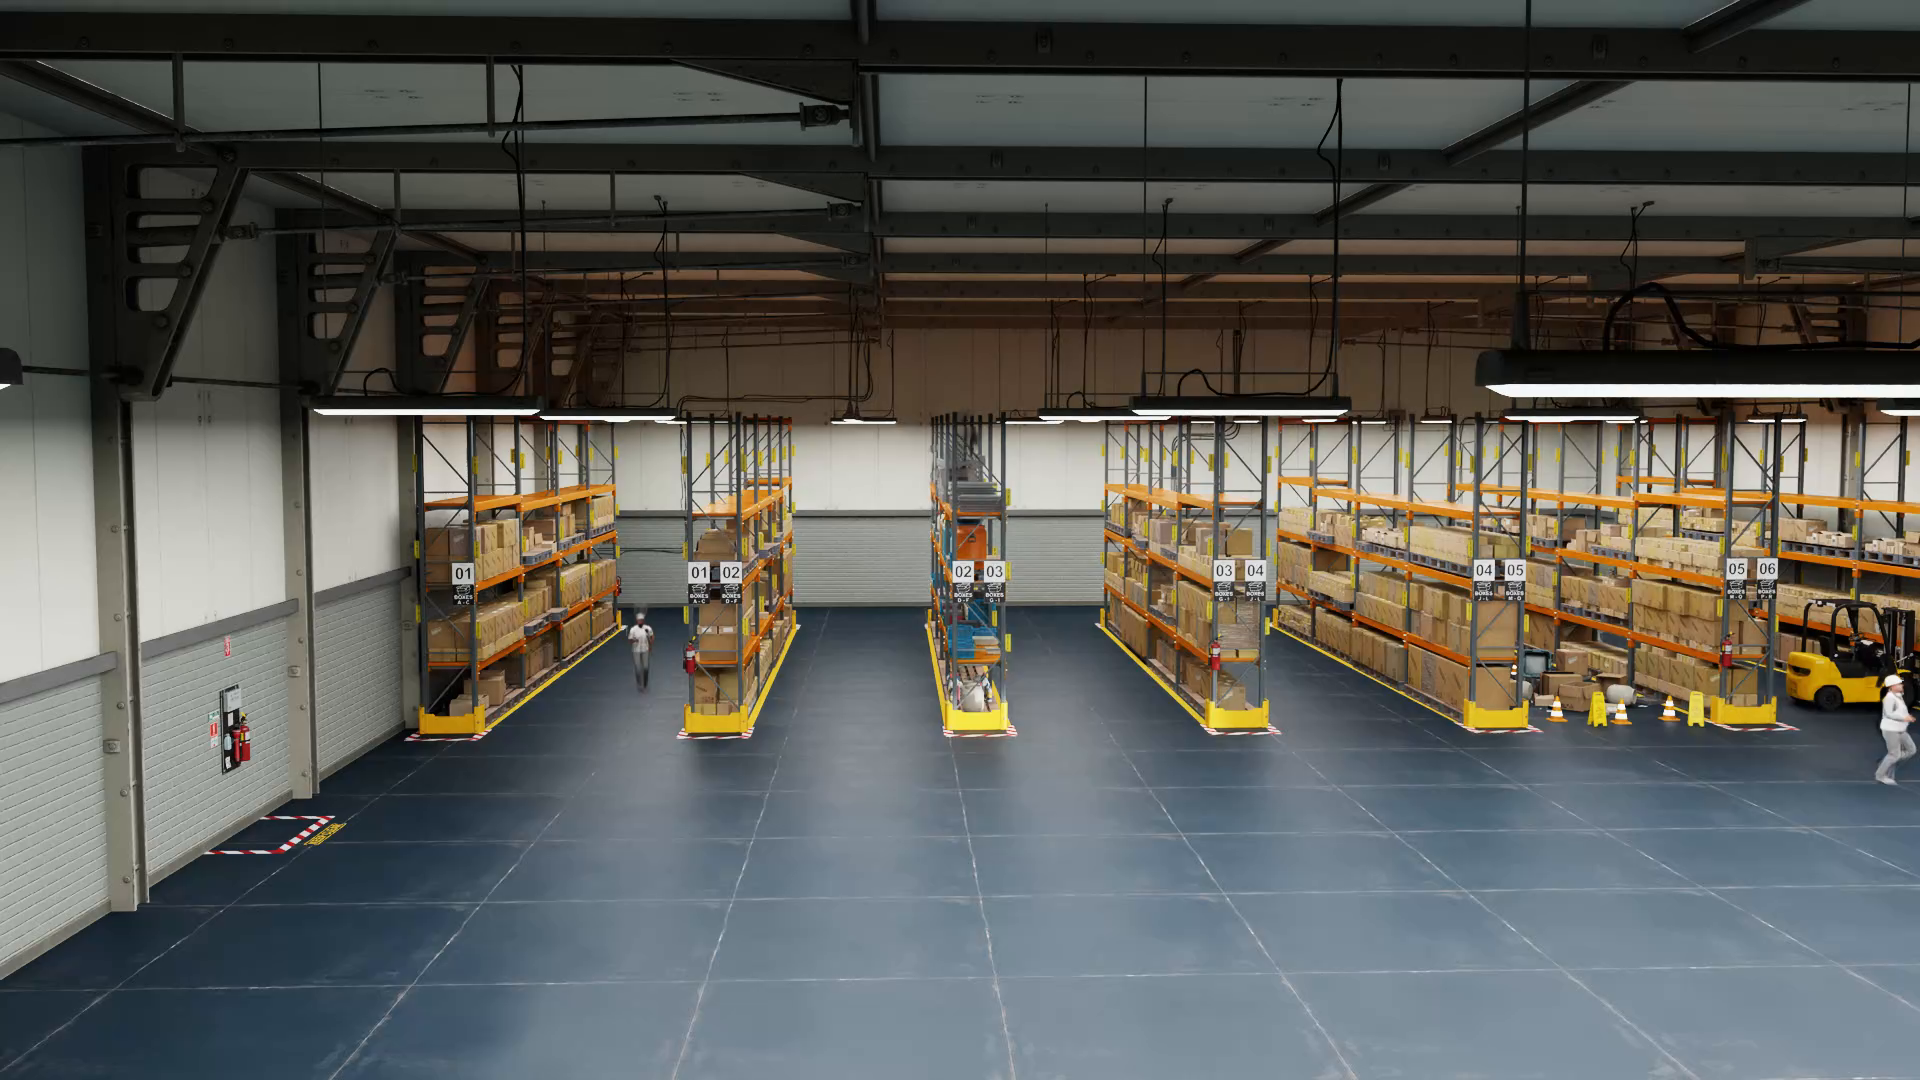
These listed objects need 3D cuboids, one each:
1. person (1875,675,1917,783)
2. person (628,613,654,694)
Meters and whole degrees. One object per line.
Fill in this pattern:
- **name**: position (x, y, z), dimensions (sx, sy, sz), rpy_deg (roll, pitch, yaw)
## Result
- **person**: position (14.979, 3.030, 26.579), dimensions (0.583, 1.741, 0.711), rpy_deg (4, 5, 43)
- **person**: position (-6.869, 2.445, 35.846), dimensions (0.558, 1.747, 0.698), rpy_deg (-1, 4, -12)
